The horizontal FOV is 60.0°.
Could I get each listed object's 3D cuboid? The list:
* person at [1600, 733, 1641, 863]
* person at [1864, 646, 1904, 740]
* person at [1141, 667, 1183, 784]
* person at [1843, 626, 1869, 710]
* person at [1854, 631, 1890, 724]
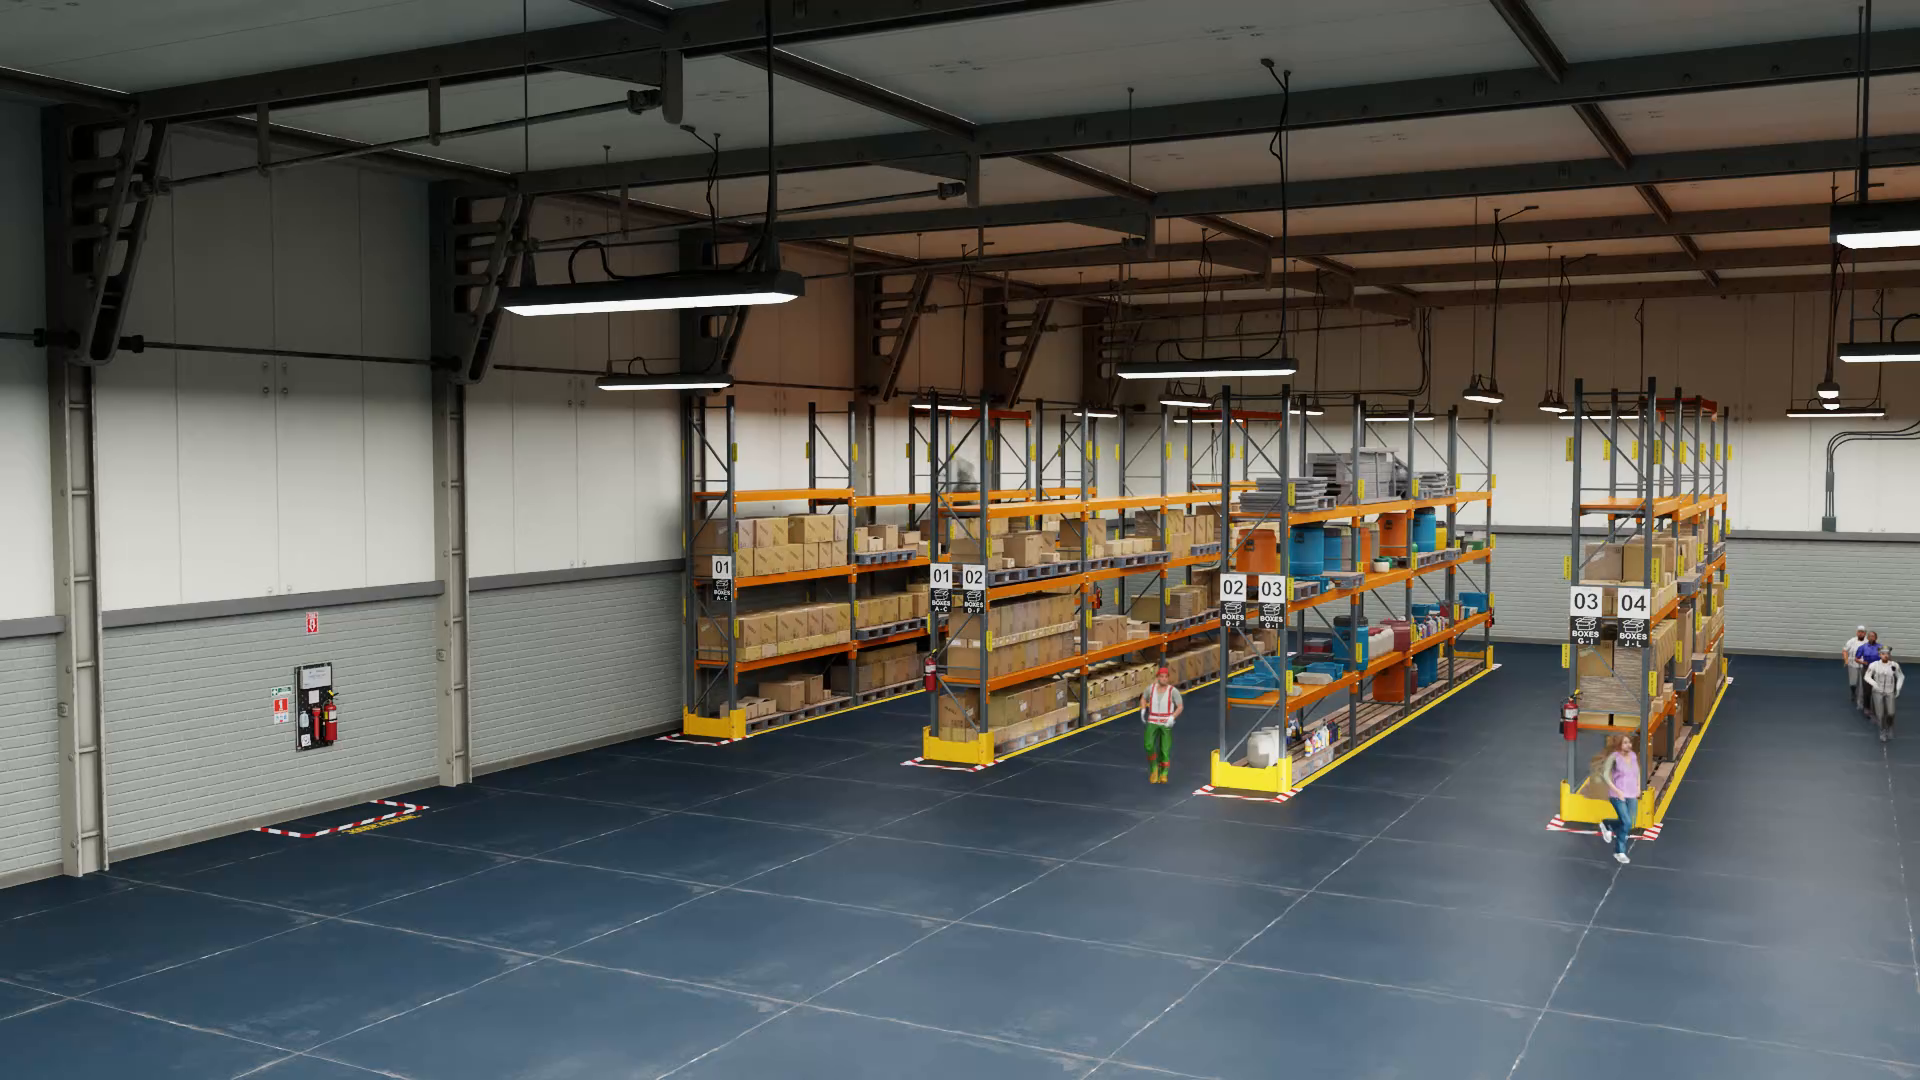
[{"bbox_3d":[8.114,3.152,20.499,0.549,1.584,0.600,-1,3,-15],"label":"person"},{"bbox_3d":[15.997,2.650,28.786,0.618,1.660,0.552,2,3,27],"label":"person"},{"bbox_3d":[3.022,2.796,25.084,0.674,1.761,0.628,1,3,17],"label":"person"},{"bbox_3d":[17.585,2.492,32.497,0.617,1.629,0.552,2,3,29],"label":"person"},{"bbox_3d":[17.032,2.545,31.078,0.582,1.706,0.816,2,4,31],"label":"person"}]
